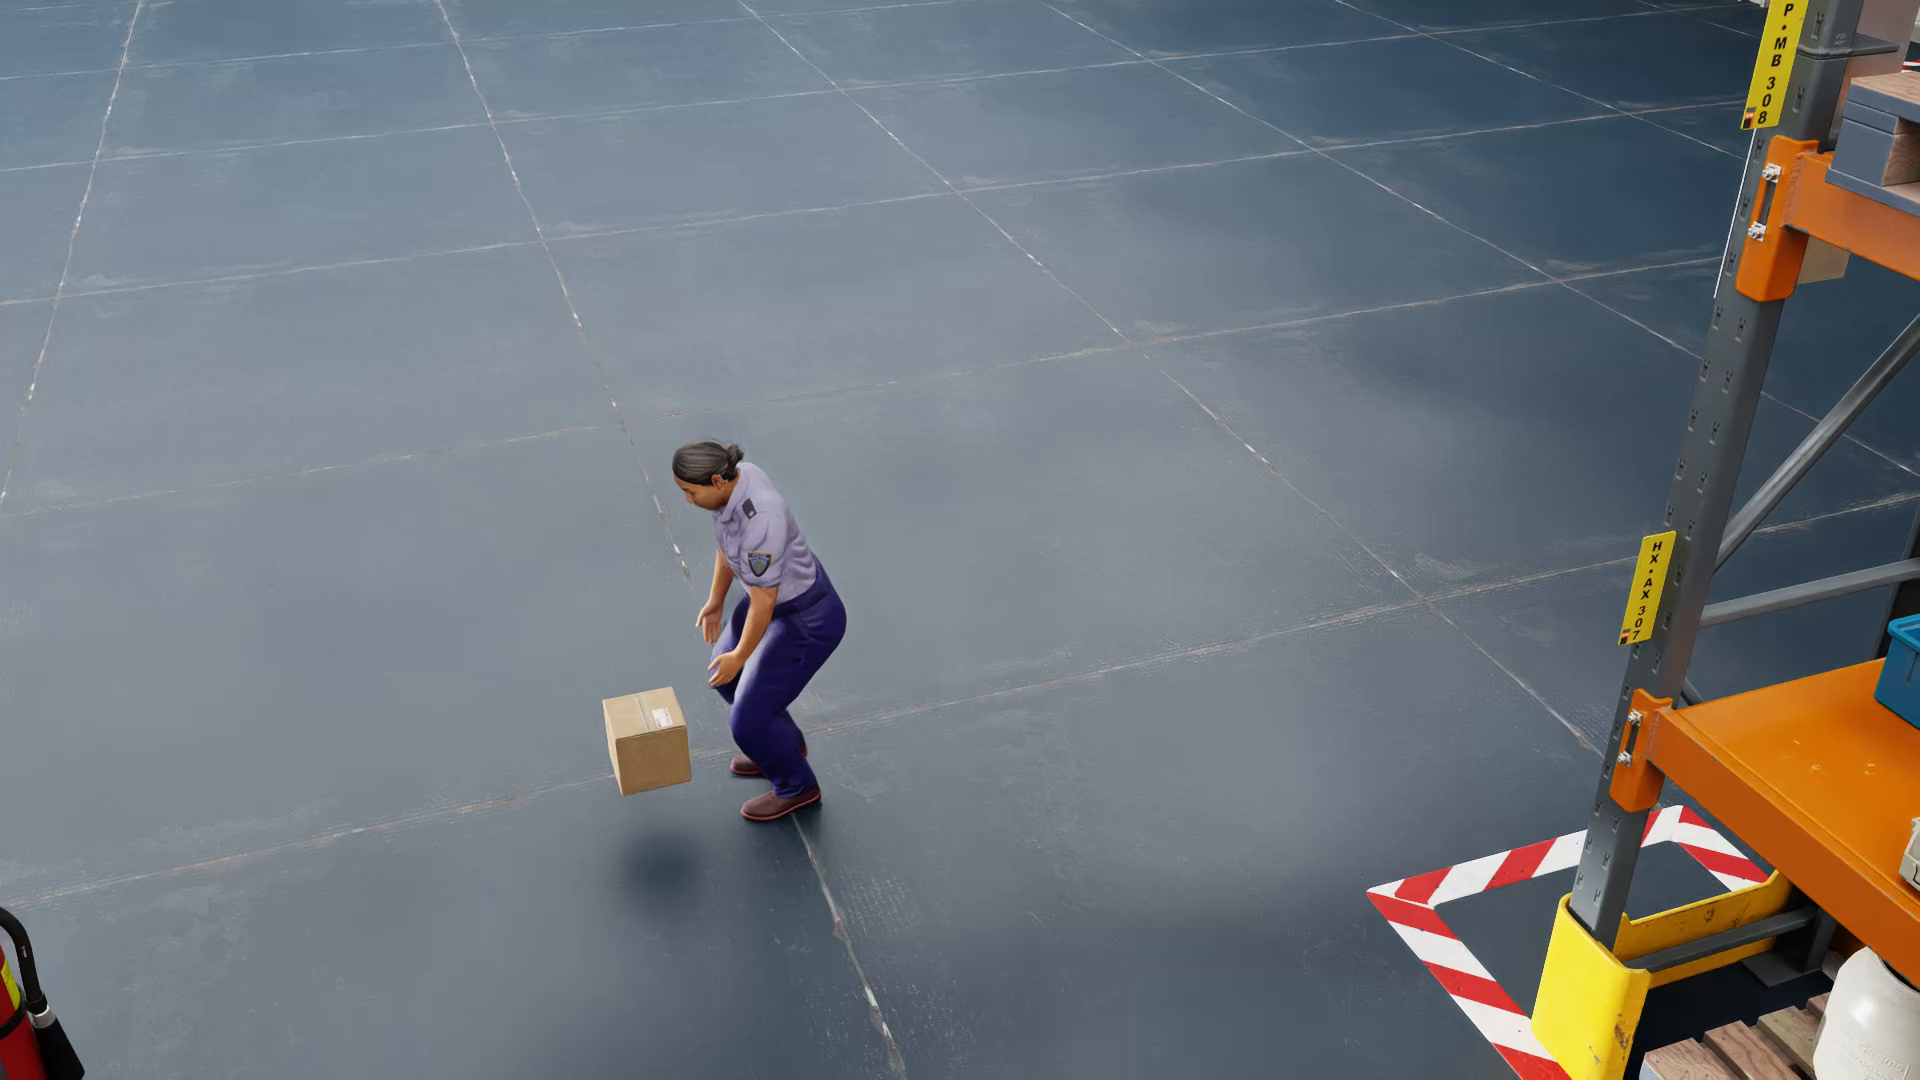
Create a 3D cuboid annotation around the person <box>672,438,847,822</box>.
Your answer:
[{"bbox_3d":[-0.675,0.290,5.815,0.551,1.490,0.525,-10,32,-17],"label":"person"}]
